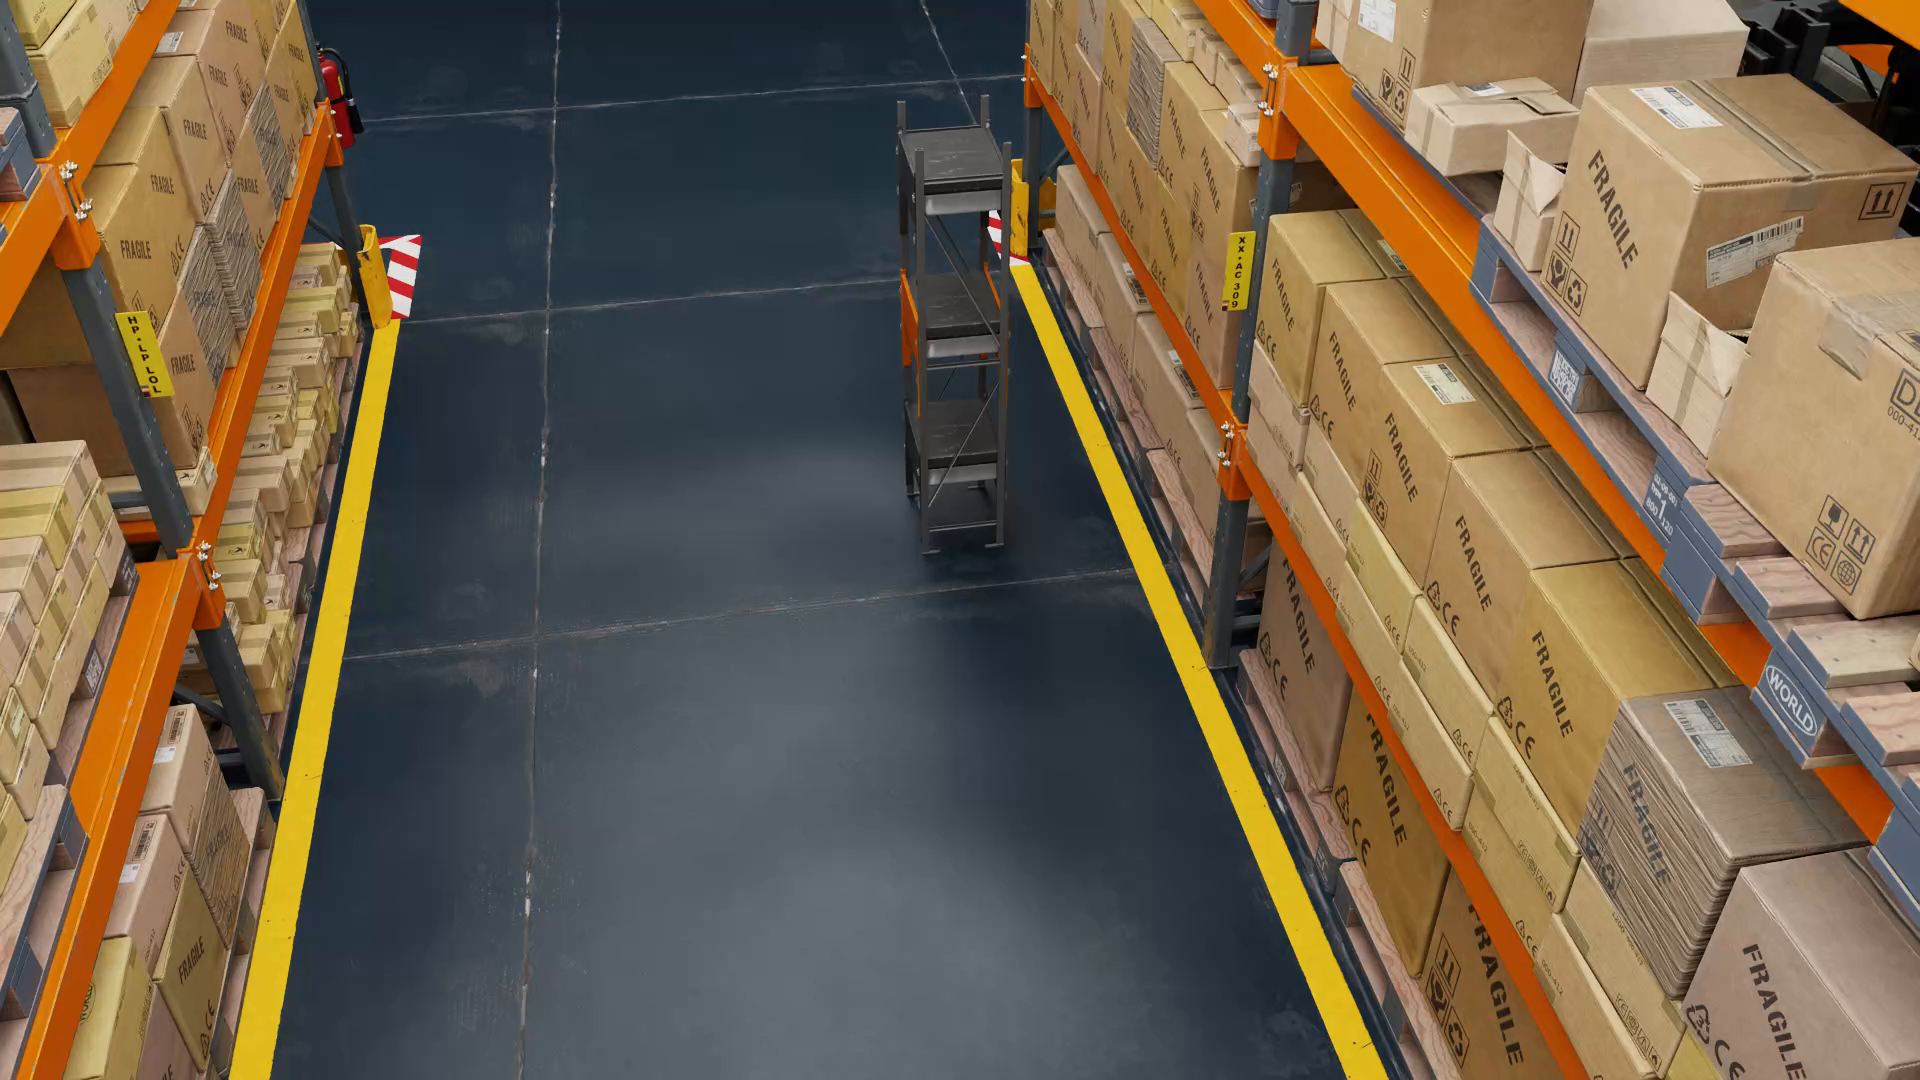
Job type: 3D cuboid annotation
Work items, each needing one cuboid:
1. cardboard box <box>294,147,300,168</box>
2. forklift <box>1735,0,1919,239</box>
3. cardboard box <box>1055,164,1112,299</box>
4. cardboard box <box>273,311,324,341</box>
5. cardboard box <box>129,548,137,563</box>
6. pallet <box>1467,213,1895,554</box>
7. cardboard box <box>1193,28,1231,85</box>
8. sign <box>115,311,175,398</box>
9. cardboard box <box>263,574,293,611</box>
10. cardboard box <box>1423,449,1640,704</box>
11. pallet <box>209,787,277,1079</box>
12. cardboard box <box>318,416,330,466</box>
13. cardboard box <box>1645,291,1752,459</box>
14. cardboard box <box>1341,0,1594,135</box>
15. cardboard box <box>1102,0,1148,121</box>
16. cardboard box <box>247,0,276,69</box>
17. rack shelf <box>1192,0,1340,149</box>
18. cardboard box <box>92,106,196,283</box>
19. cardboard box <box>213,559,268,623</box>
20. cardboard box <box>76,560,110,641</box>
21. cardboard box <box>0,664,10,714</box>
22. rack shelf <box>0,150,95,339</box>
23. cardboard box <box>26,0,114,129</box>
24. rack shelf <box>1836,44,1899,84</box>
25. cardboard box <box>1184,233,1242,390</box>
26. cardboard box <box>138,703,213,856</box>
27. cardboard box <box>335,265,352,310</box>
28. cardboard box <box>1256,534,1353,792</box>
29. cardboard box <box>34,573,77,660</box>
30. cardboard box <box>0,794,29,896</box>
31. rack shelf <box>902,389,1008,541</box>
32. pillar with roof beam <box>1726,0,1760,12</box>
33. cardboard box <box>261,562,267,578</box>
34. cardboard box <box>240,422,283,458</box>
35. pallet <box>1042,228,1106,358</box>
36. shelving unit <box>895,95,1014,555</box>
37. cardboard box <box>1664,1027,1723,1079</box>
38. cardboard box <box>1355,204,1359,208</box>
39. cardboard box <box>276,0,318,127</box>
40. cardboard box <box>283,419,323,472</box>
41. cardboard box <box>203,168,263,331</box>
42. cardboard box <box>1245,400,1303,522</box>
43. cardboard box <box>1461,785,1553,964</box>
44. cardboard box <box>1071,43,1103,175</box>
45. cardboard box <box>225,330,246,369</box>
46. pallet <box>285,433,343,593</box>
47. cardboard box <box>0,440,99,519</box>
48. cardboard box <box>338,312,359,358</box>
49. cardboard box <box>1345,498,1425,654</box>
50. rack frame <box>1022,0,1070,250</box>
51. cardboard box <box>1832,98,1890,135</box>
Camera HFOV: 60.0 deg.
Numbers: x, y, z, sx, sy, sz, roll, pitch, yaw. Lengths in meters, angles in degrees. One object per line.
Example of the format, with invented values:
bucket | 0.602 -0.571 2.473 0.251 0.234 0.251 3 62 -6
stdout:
cardboard box | -3.567 -1.945 8.413 0.380 0.149 0.250 -7 38 -8
forklift | 3.282 -0.407 6.285 1.130 2.935 3.031 -5 38 -7
cardboard box | 1.101 -1.874 9.863 0.875 0.438 0.875 -7 38 -9
cardboard box | -3.485 -1.033 8.531 0.380 0.149 0.250 -8 39 -10
cardboard box | -3.720 0.140 7.021 0.380 0.149 0.250 -7 38 -8
pallet | 1.926 -0.444 3.986 1.003 0.211 1.213 -5 38 -6
cardboard box | 1.186 -2.008 6.864 0.380 0.149 0.250 -7 38 -8
sign | -2.721 -0.618 5.556 0.100 0.325 0.005 -6 38 -8
cardboard box | -3.156 0.302 7.298 0.380 0.149 0.250 -6 38 -8
cardboard box | 1.682 0.090 4.693 0.500 0.500 0.500 -7 38 -9
pallet | -3.129 1.473 6.082 1.003 0.211 1.213 -6 38 -8
cardboard box | -3.374 -0.483 8.309 0.380 0.149 0.250 -6 38 -7
cardboard box | 1.704 -0.367 3.500 0.396 0.266 0.258 -7 38 -9
cardboard box | 1.458 -1.518 4.790 0.500 0.500 0.500 -7 38 -9
cardboard box | 0.975 -2.299 7.768 0.500 0.500 0.500 -6 38 -8
cardboard box | -3.554 -2.511 7.797 0.500 0.500 0.500 -7 38 -9
rack shelf | 1.238 -2.800 7.451 1.077 0.370 4.000 -6 38 -8
cardboard box | -3.212 -1.260 6.188 0.500 0.500 0.500 -7 38 -9
cardboard box | -3.113 0.224 6.914 0.380 0.149 0.250 -4 38 -6
cardboard box | -2.956 0.210 5.297 0.380 0.149 0.250 -6 38 -8
cardboard box | -2.827 0.447 4.507 0.380 0.149 0.250 -7 38 -9
rack shelf | -2.916 0.209 3.577 1.077 0.370 4.000 -6 38 -8
cardboard box | -3.088 -1.532 5.354 0.500 0.250 0.500 -4 38 -6
rack shelf | 6.124 -2.152 9.061 1.077 0.370 4.000 -6 38 -8
cardboard box | 1.256 -0.984 6.890 0.500 0.500 0.500 -6 38 -8
cardboard box | -2.888 0.849 5.696 0.500 0.250 0.500 -7 38 -9
cardboard box | -3.595 -1.384 9.225 0.380 0.149 0.250 -7 38 -9
cardboard box | 1.776 0.347 6.648 0.875 0.875 0.875 -5 38 -7
cardboard box | -2.915 0.246 5.009 0.380 0.149 0.250 -5 38 -6
cardboard box | -2.771 0.840 4.486 0.380 0.149 0.250 -5 38 -6
rack shelf | -0.029 -0.366 8.072 0.431 0.518 0.480 -6 38 -8
pillar with roof beam | 1.950 -7.276 10.180 9.100 9.000 0.400 -6 38 -8
cardboard box | -3.226 0.204 7.181 0.380 0.149 0.250 -6 38 -8
cardboard box | -3.368 -0.397 7.713 0.380 0.149 0.250 -8 39 -10
pallet | 1.105 -1.532 9.950 1.003 0.211 1.213 -6 38 -8
shelving unit | -0.029 -0.929 7.634 0.431 2.100 0.503 -6 38 -8
cardboard box | 1.955 1.321 3.720 0.500 0.250 0.500 -6 38 -8
cardboard box | 1.744 -1.440 6.662 0.500 0.500 0.500 -6 38 -8
cardboard box | -3.636 -2.428 8.506 0.500 0.500 0.500 -5 38 -7
cardboard box | -3.296 -0.439 8.008 0.380 0.149 0.250 -6 38 -7
cardboard box | -3.252 -1.188 6.910 0.500 0.500 0.500 -7 38 -9
cardboard box | 1.406 -0.338 6.263 0.500 0.250 0.500 -7 38 -9
cardboard box | 1.768 0.893 4.678 0.500 0.250 0.500 -7 38 -8
cardboard box | 0.876 -2.215 8.474 0.500 0.500 0.500 -6 38 -8
cardboard box | -3.233 -0.833 6.982 0.380 0.149 0.250 -6 38 -7
pallet | -3.637 -0.138 8.155 1.003 0.211 1.213 -6 38 -8
cardboard box | -3.004 -0.179 5.312 0.380 0.149 0.250 -5 38 -6
cardboard box | -3.526 -1.115 9.121 0.380 0.149 0.250 -5 38 -7
cardboard box | 1.569 0.086 5.310 0.500 0.250 0.500 -6 38 -7
rack frame | 0.887 -3.108 9.705 1.000 3.000 0.127 -6 38 -8
cardboard box | 5.787 -2.444 10.544 0.797 0.503 0.637 -8 38 -10
